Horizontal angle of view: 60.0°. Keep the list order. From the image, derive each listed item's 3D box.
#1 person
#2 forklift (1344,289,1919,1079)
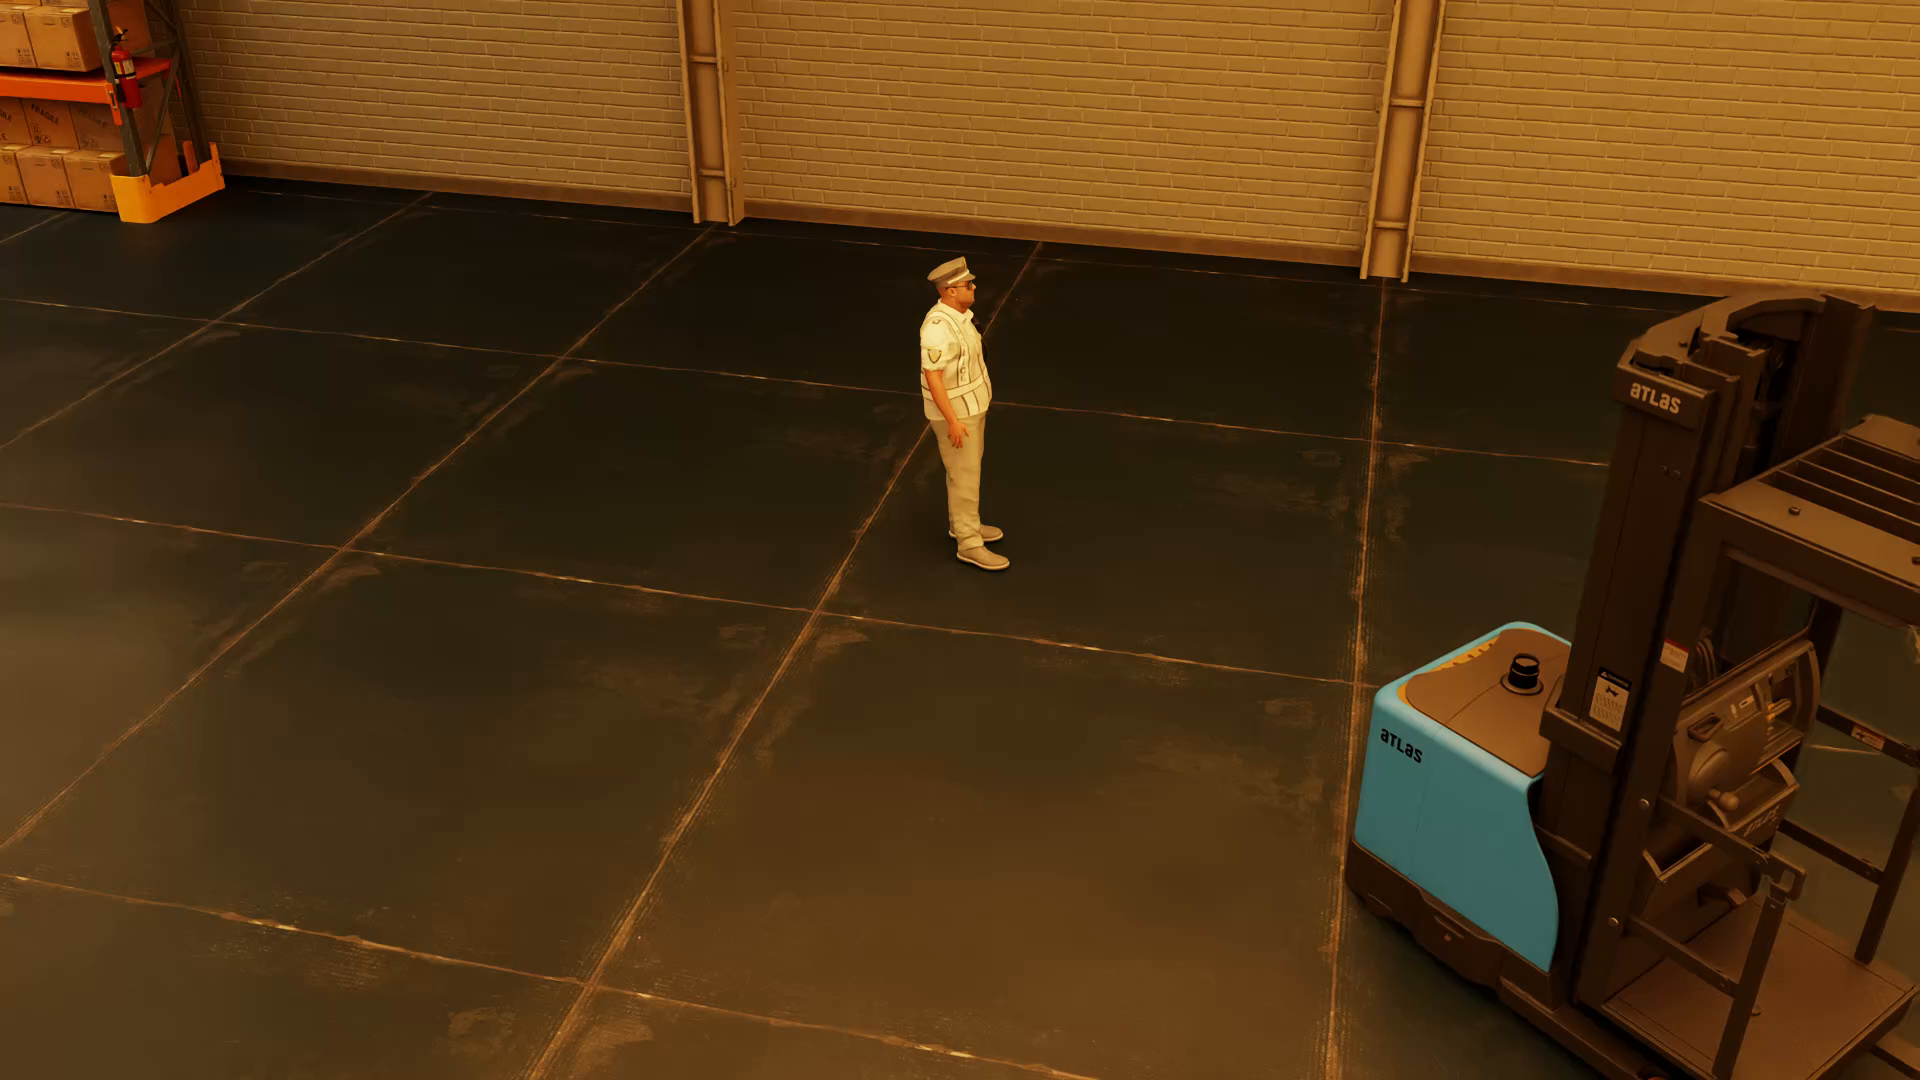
[{"bbox_3d":[0.072,-0.766,9.674,0.575,1.781,0.640,7,30,12],"label":"person"},{"bbox_3d":[2.981,0.722,5.896,1.130,2.935,3.031,-20,35,-31],"label":"forklift"}]
